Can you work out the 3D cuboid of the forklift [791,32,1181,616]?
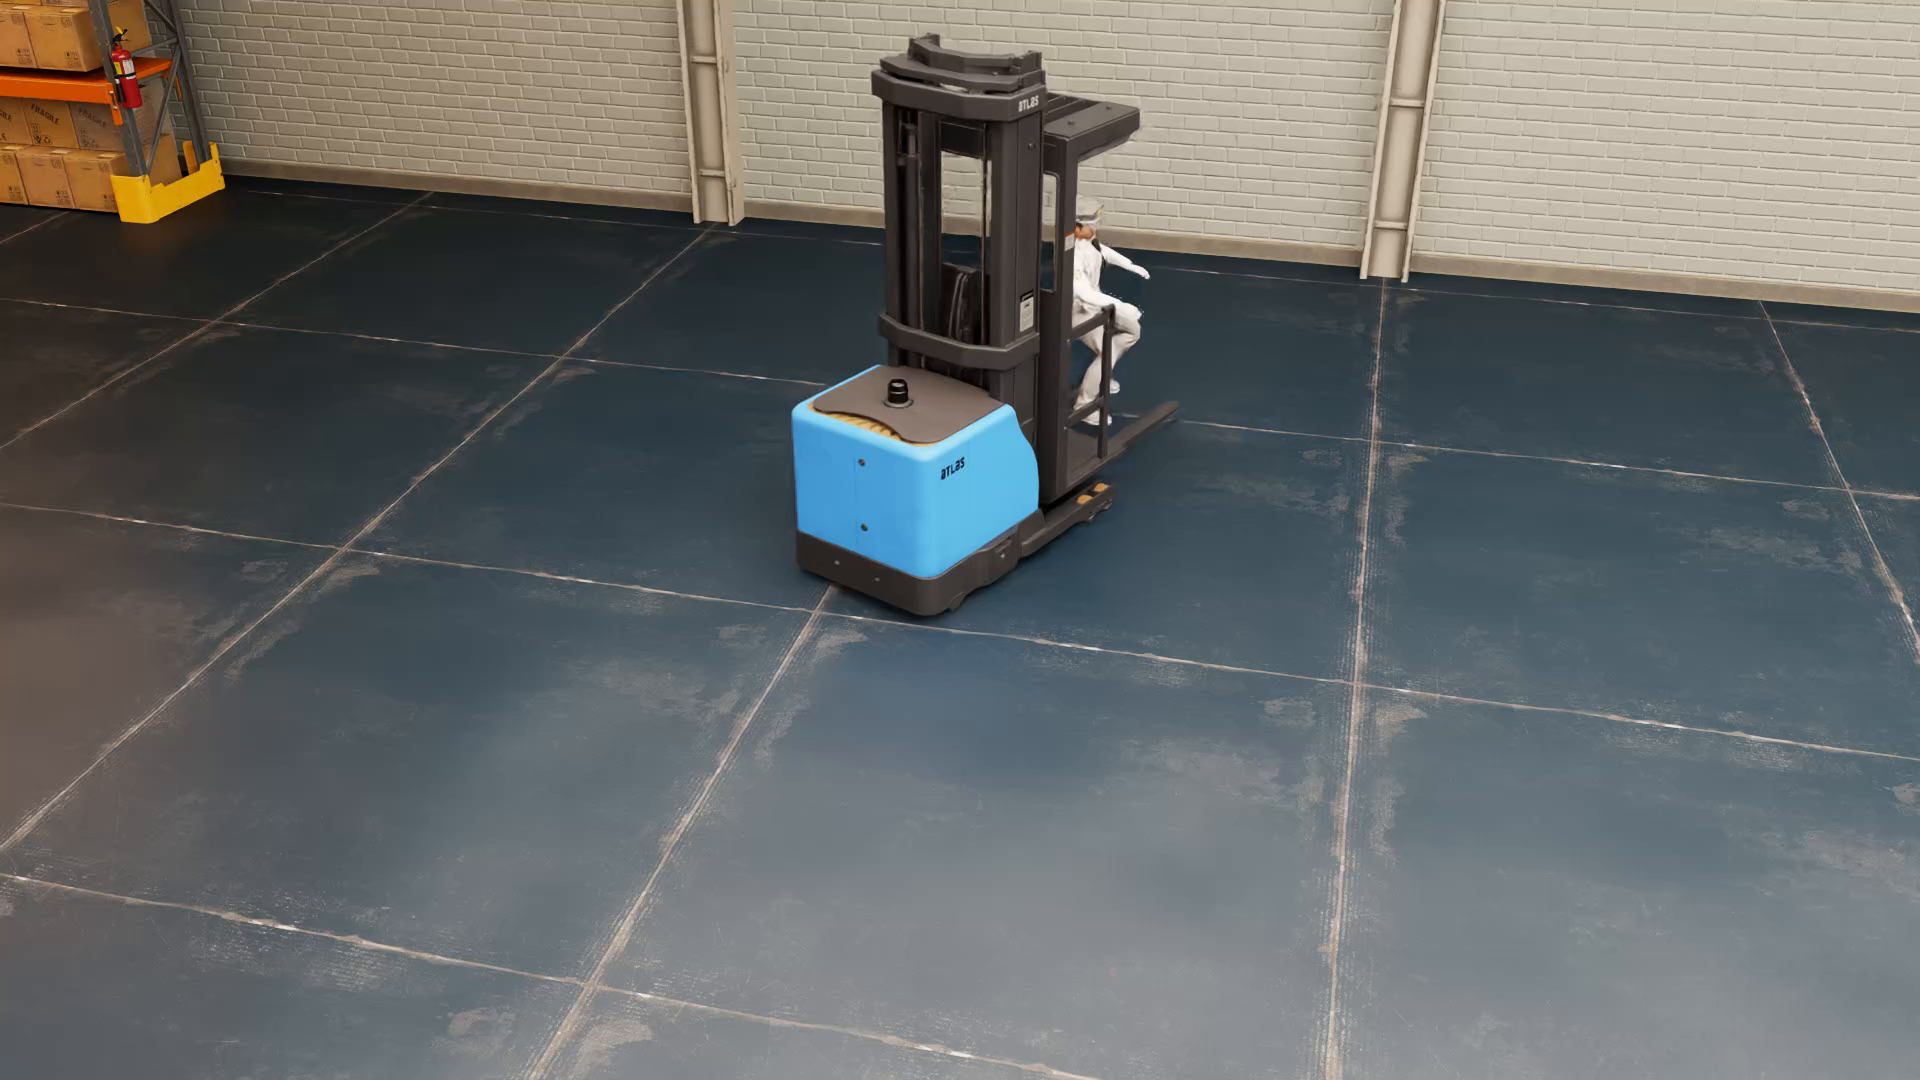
[{"bbox_3d":[0.327,-1.519,9.852,1.130,2.935,3.031,20,35,32],"label":"forklift"}]

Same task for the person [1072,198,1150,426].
[{"bbox_3d":[0.965,-1.568,11.133,0.694,1.437,0.847,13,32,21],"label":"person"}]
